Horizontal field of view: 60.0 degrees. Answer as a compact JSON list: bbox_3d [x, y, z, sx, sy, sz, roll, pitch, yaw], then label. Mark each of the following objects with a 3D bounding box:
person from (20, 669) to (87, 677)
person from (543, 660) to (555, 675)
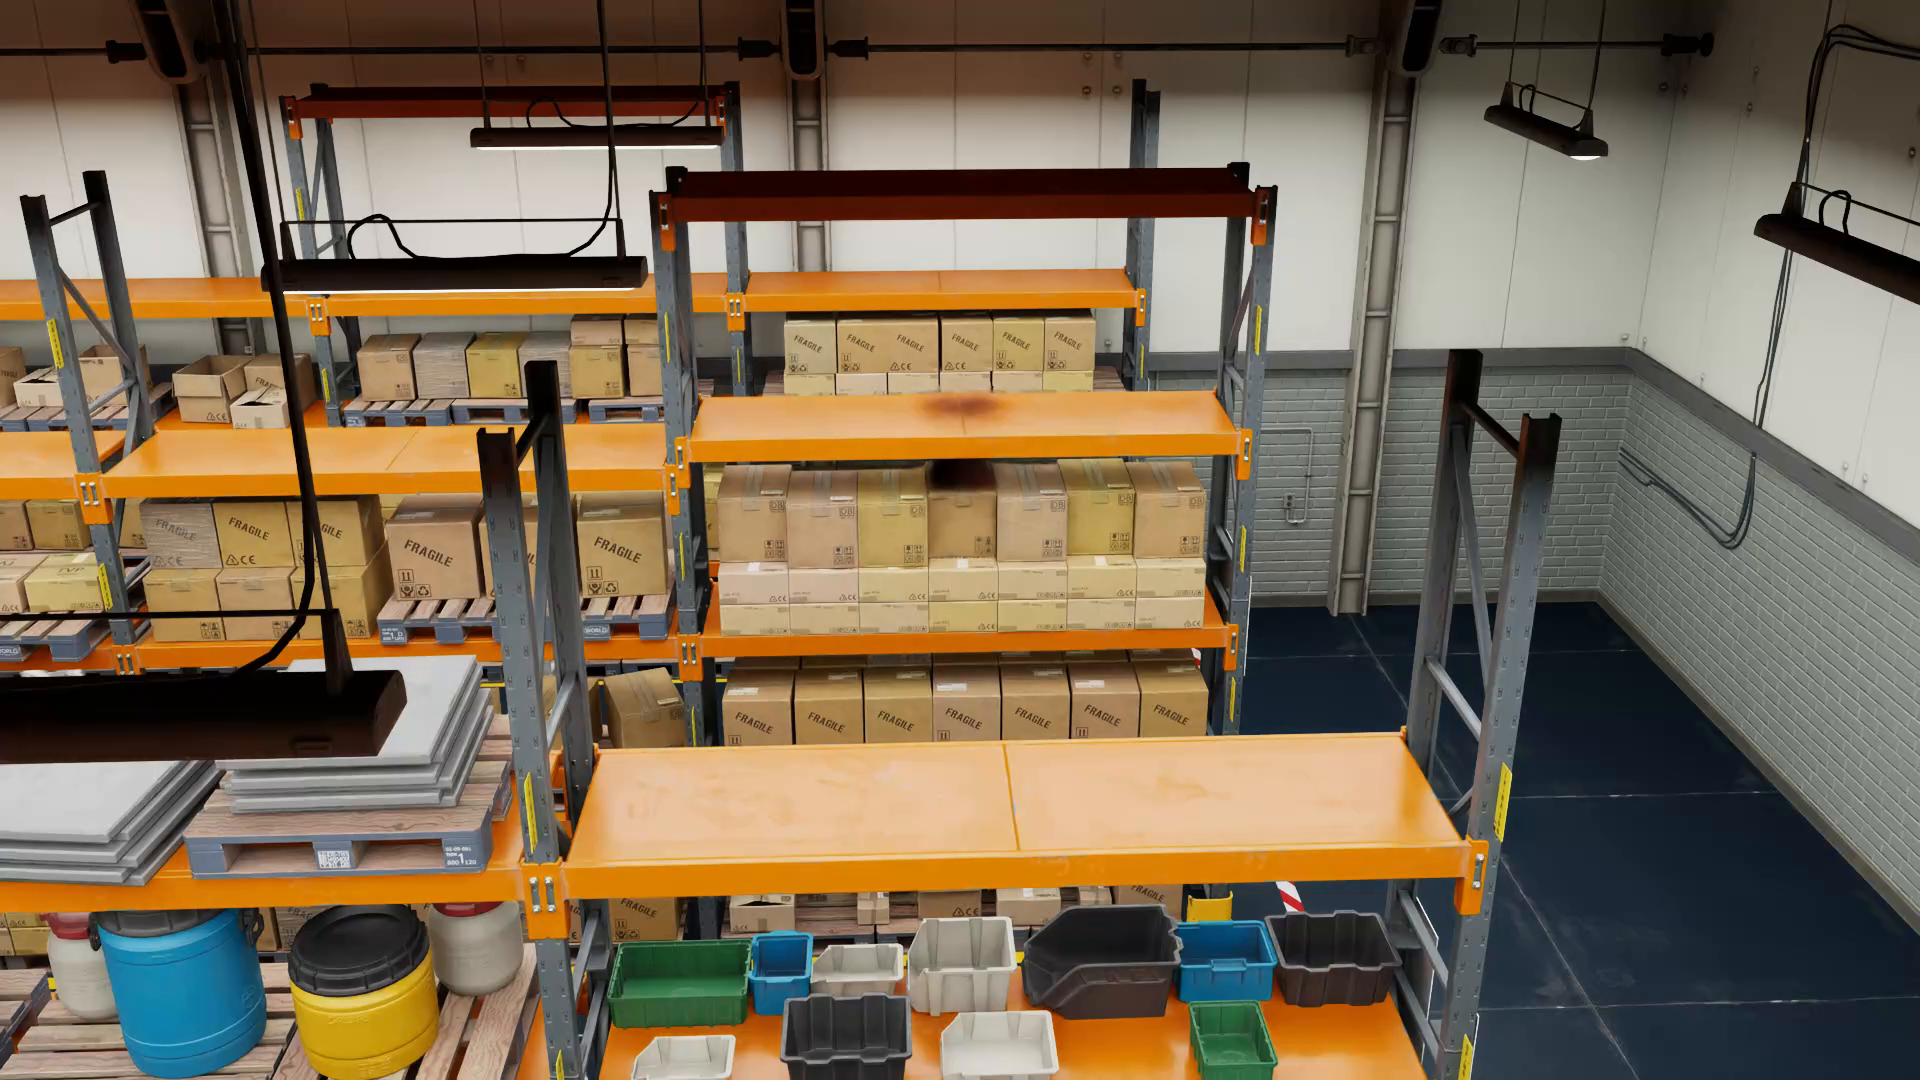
[{"bbox_3d":[-7.995,1.598,14.826,0.669,1.775,0.566,12,25,27],"label":"person"},{"bbox_3d":[-4.151,1.172,16.077,0.536,1.724,0.360,1,22,3],"label":"person"}]
